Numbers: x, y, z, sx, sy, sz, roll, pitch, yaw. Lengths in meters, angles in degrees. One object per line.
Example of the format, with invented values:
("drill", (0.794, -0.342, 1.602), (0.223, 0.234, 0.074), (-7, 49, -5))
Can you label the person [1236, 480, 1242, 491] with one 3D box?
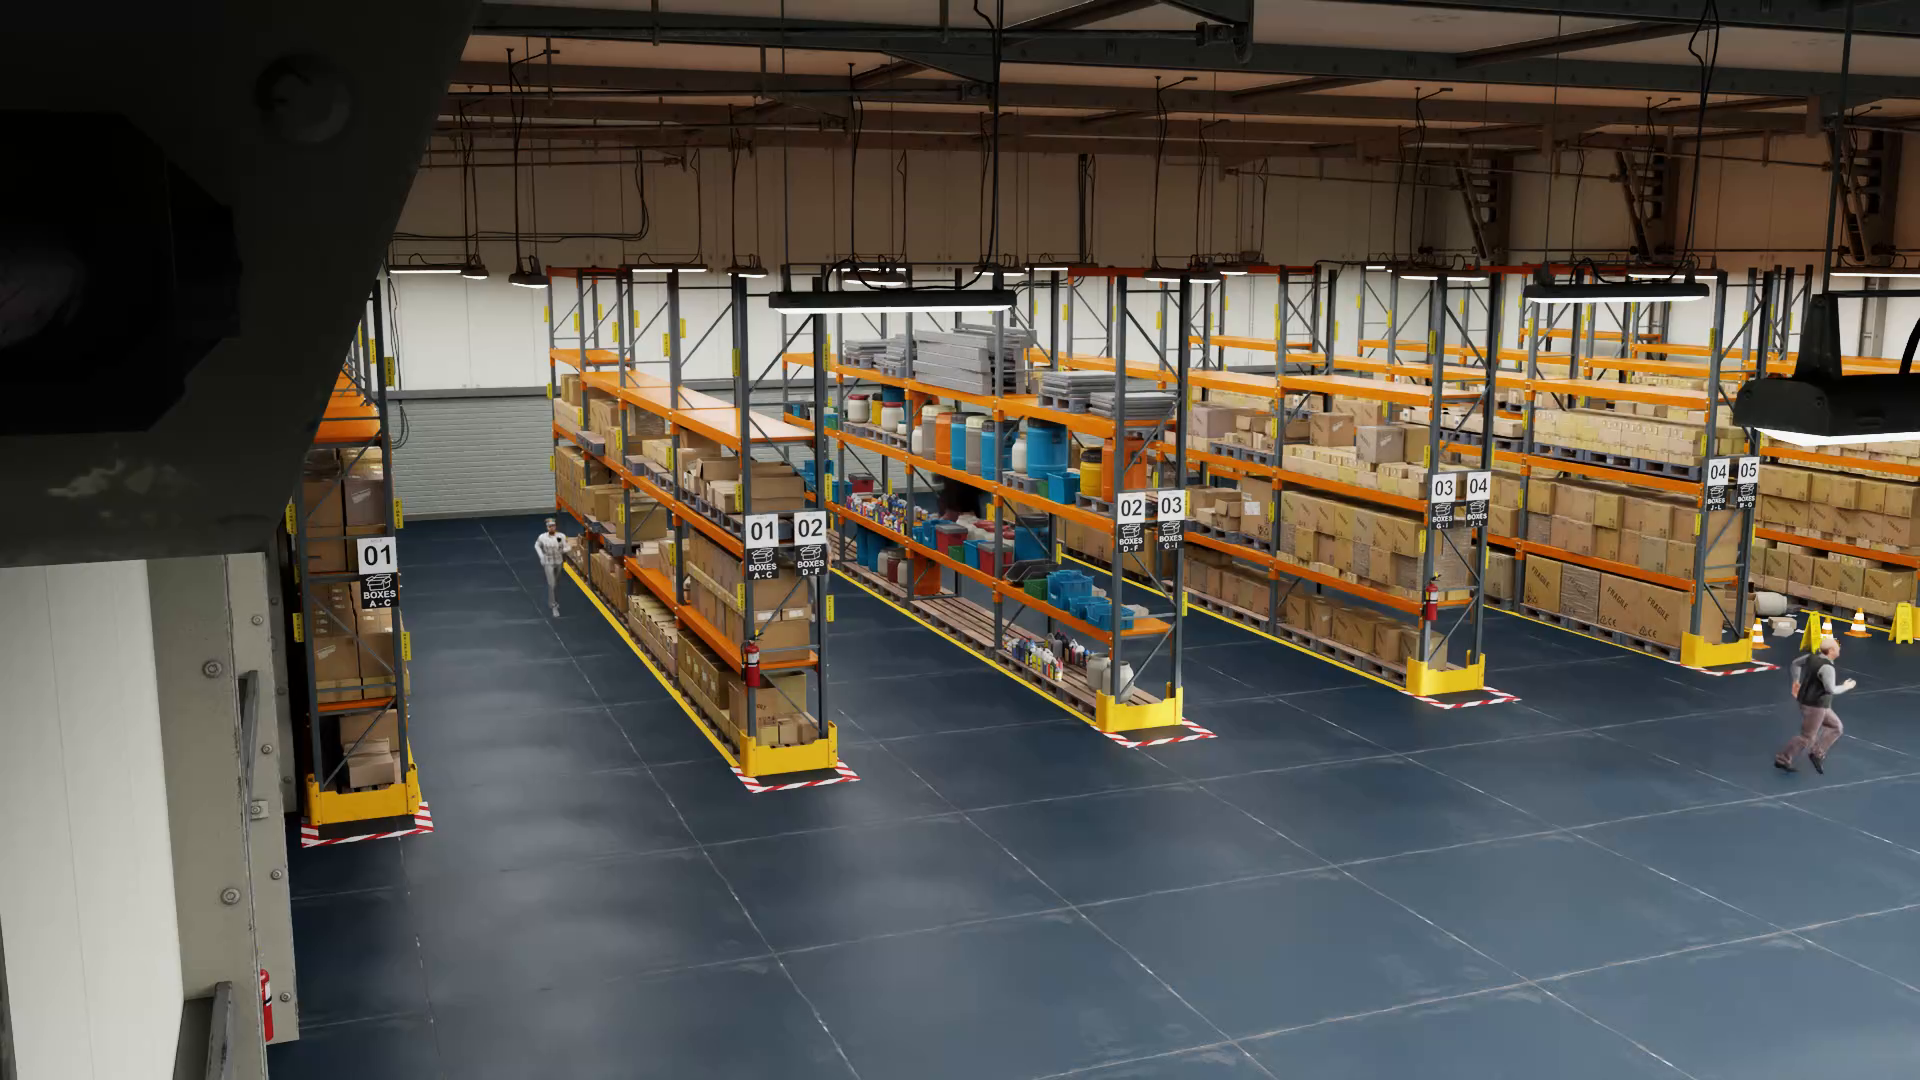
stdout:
("person", (7.331, -2.018, 43.107), (0.680, 1.761, 0.881), (9, 14, 43))

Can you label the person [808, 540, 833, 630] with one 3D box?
("person", (-2.304, 0.574, 26.939), (0.563, 1.683, 0.740), (-5, 11, -25))

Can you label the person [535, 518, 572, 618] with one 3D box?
("person", (-7.113, 0.450, 29.188), (0.592, 1.730, 0.840), (-4, 11, -24))

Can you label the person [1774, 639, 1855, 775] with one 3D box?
("person", (10.354, 2.020, 20.125), (0.808, 1.712, 0.682), (2, 10, 12))
